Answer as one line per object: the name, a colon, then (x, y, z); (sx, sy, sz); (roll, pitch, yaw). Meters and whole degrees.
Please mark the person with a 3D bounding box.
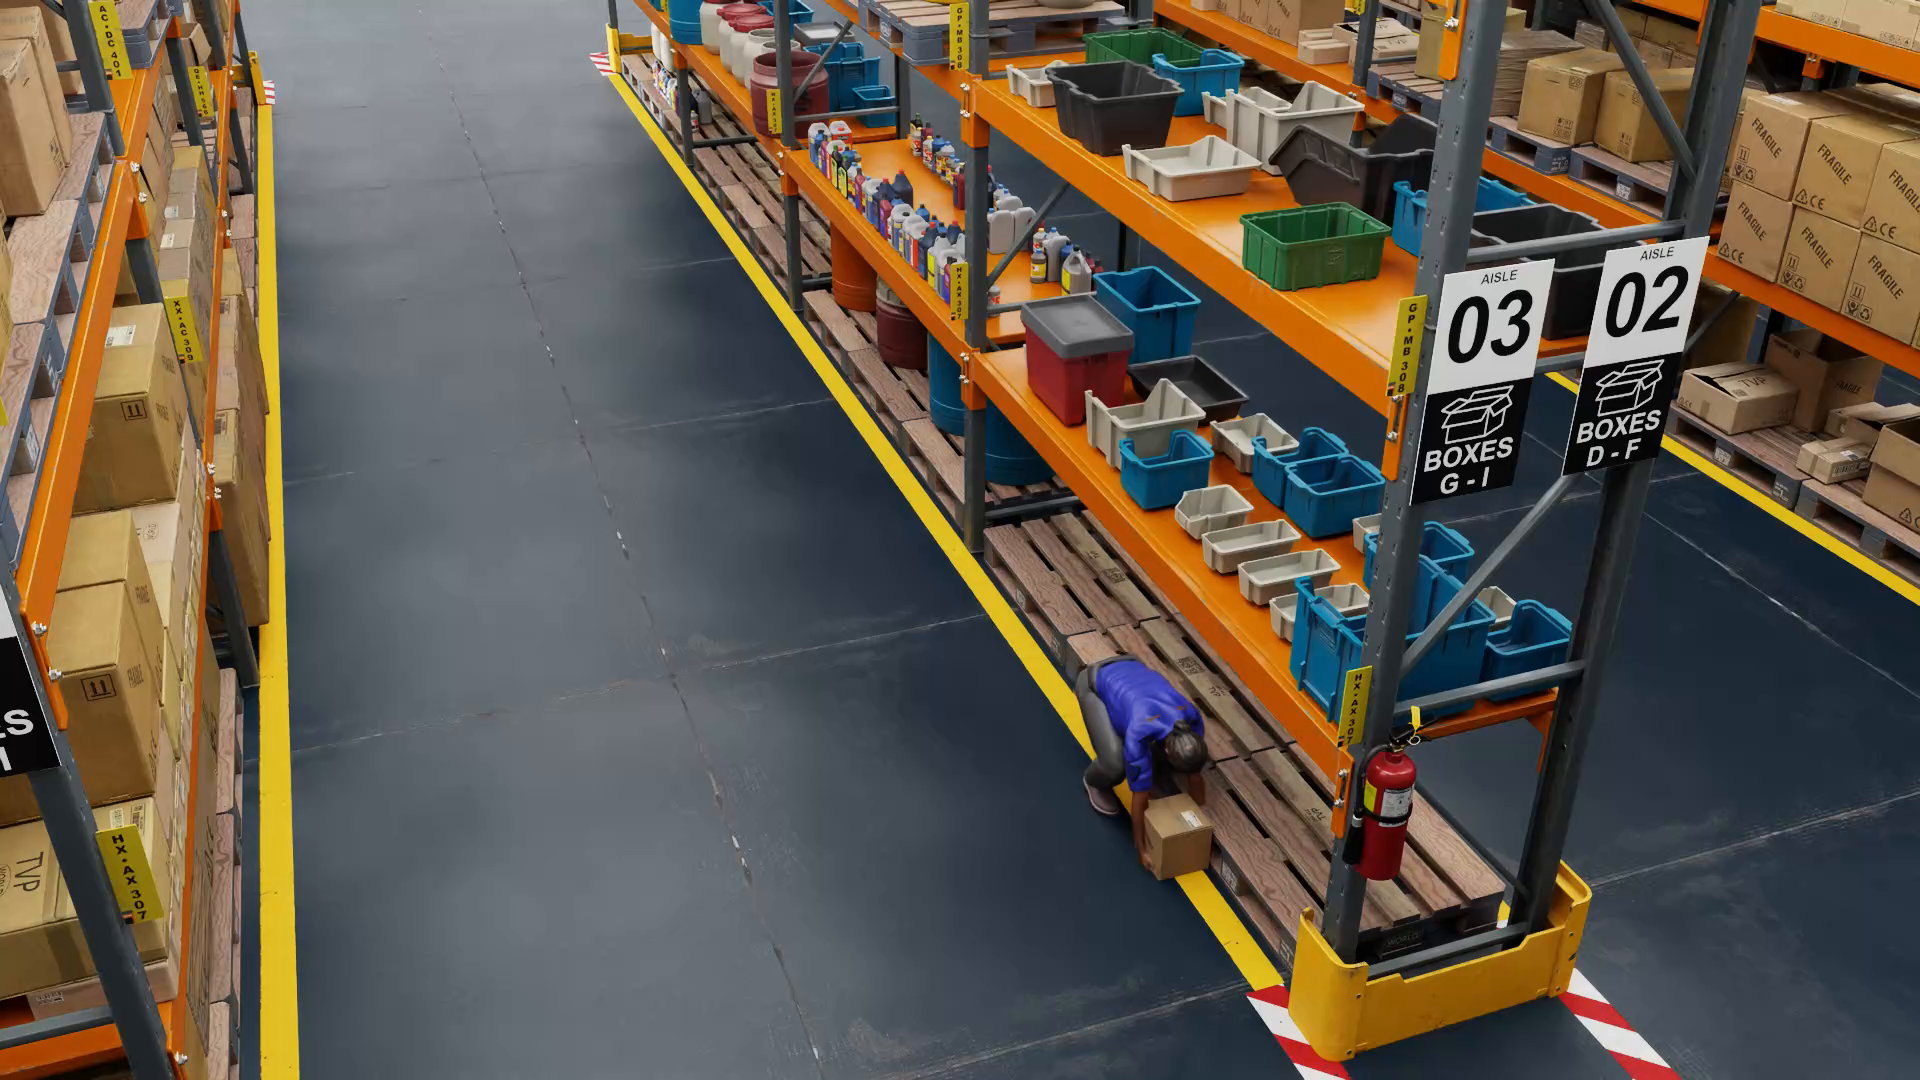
person: (0.849, 0.969, 7.606); (0.465, 0.766, 0.873); (-12, 32, -19)
